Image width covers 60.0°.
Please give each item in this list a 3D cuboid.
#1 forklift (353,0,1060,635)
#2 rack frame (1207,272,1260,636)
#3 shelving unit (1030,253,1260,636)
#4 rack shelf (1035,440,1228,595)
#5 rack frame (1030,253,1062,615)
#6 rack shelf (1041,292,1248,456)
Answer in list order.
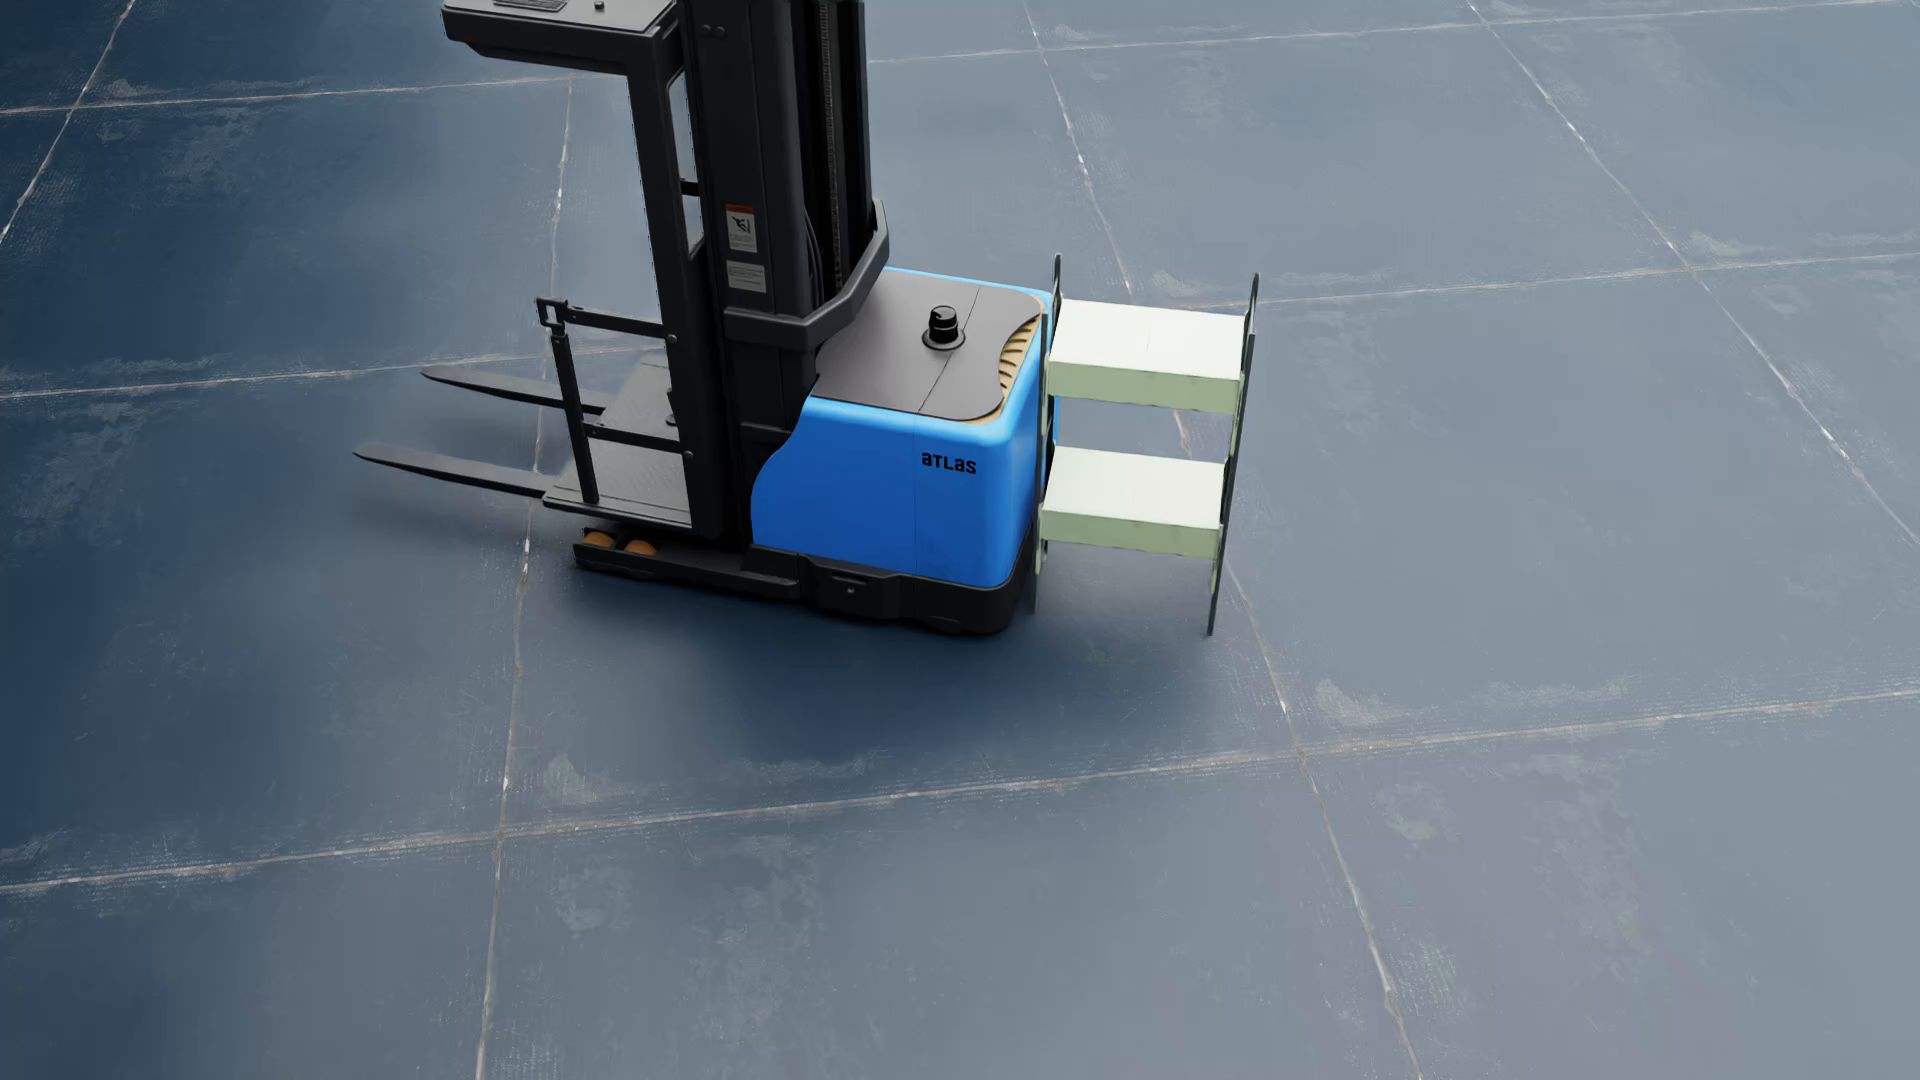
[{"bbox_3d":[-1.139,-1.253,6.451,3.031,2.935,1.130,11,43,11],"label":"forklift"},{"bbox_3d":[1.056,-0.295,6.457,0.023,1.500,0.400,7,42,7],"label":"rack frame"},{"bbox_3d":[0.695,-0.337,6.503,0.755,1.500,0.431,7,42,7],"label":"shelving unit"},{"bbox_3d":[0.695,-0.095,6.722,0.720,0.370,0.431,7,42,7],"label":"rack shelf"},{"bbox_3d":[0.335,-0.379,6.550,0.023,1.500,0.400,7,42,7],"label":"rack frame"},{"bbox_3d":[0.695,-0.626,6.242,0.720,0.370,0.431,7,42,7],"label":"rack shelf"}]
